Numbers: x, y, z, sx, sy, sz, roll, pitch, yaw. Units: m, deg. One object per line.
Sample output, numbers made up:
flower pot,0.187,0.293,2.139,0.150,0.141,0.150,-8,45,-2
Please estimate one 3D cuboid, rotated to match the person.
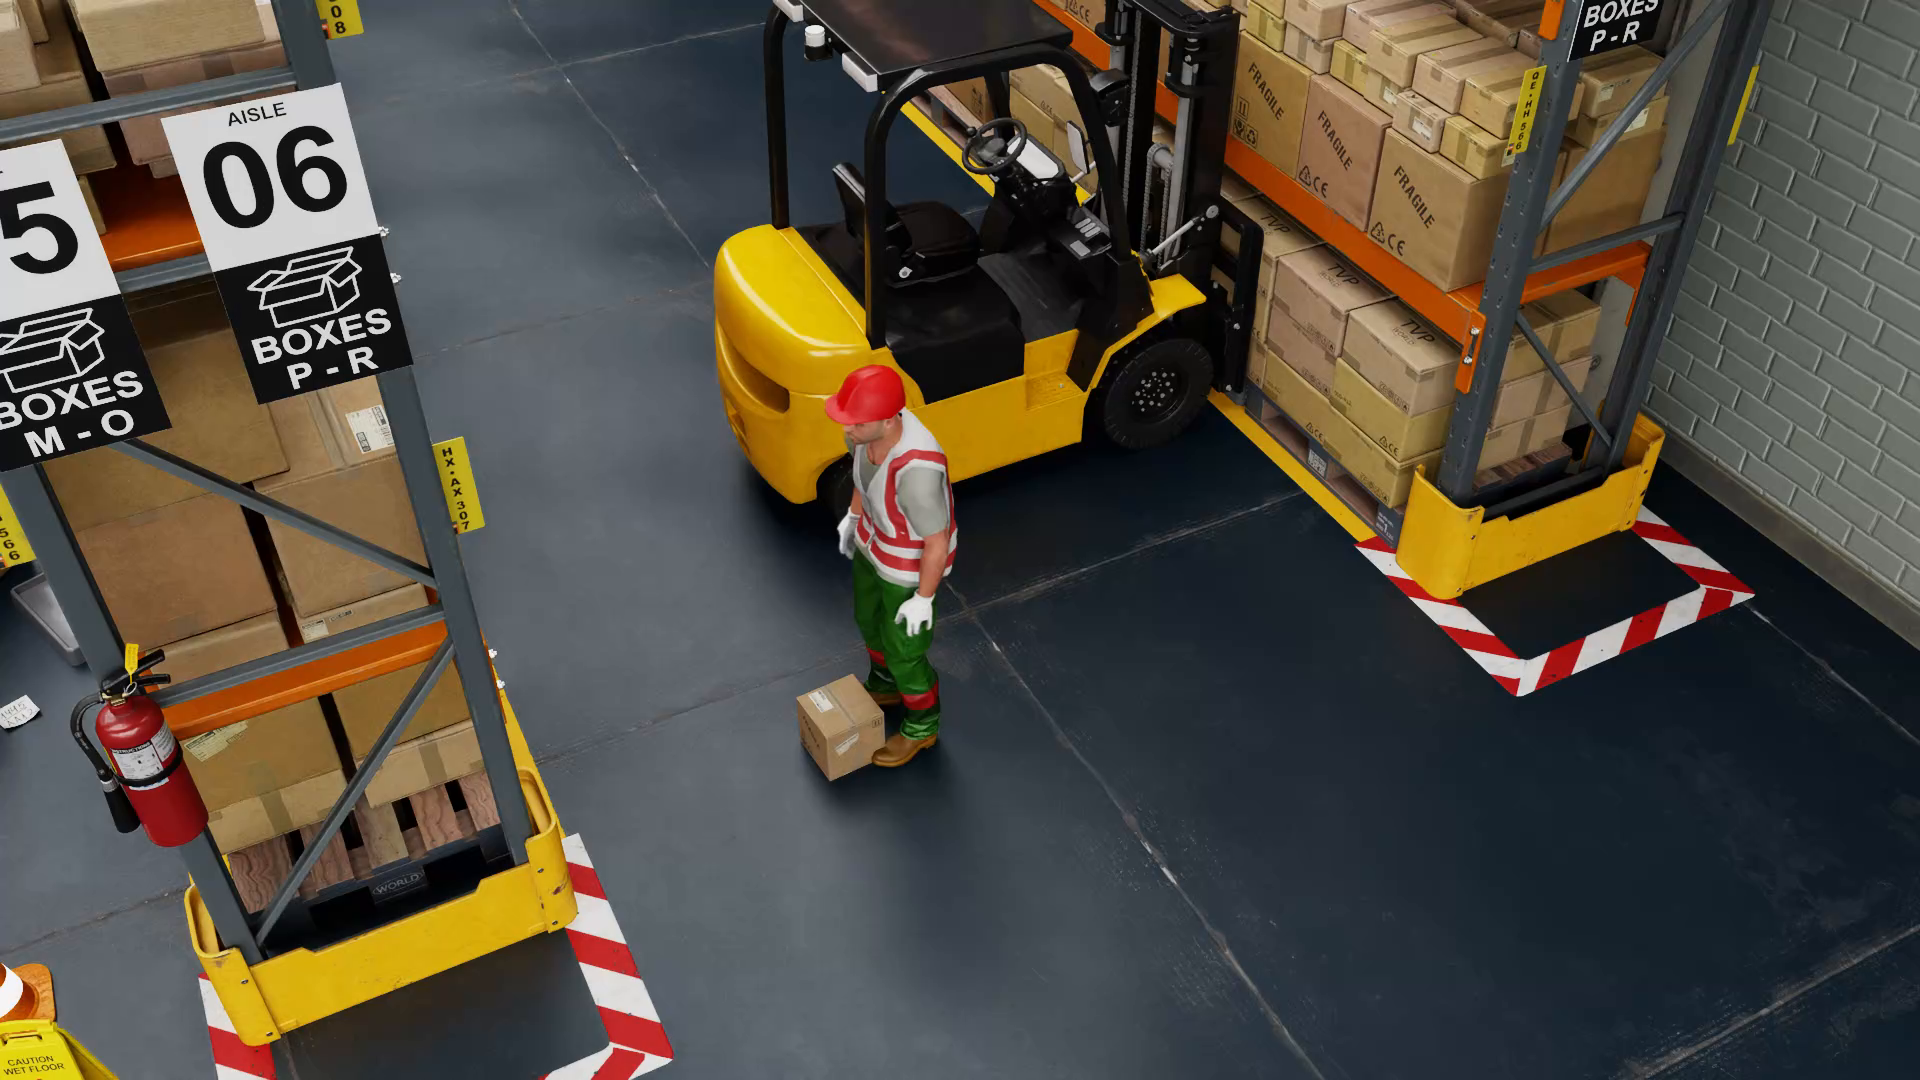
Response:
person,-0.257,0.079,6.056,0.449,1.779,0.609,-21,45,-22
